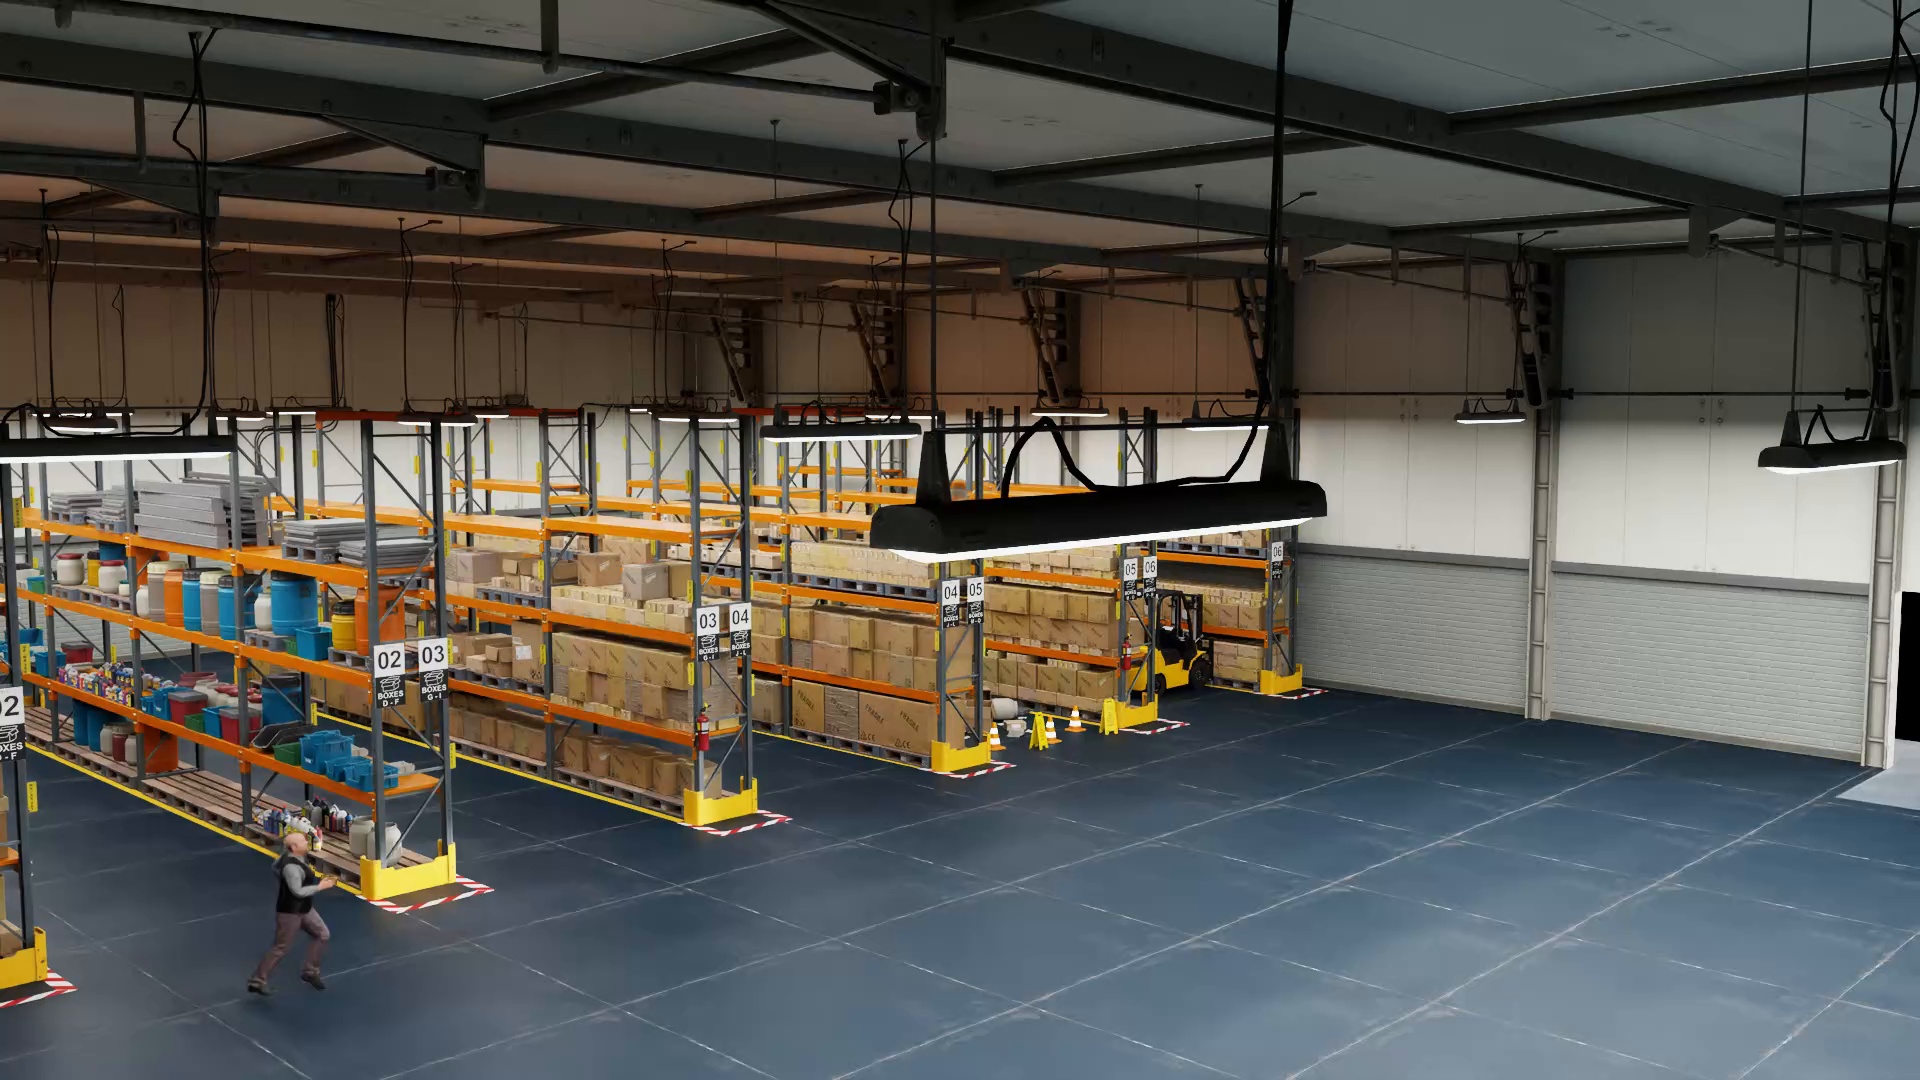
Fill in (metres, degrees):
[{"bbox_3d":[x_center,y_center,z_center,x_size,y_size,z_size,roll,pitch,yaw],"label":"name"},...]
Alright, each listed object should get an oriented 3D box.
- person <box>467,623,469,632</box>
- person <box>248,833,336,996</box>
[{"bbox_3d":[-9.842,2.523,33.437,0.898,1.737,0.664,4,6,35],"label":"person"},{"bbox_3d":[-7.009,3.931,17.461,0.887,1.760,0.662,-1,5,-14],"label":"person"}]
